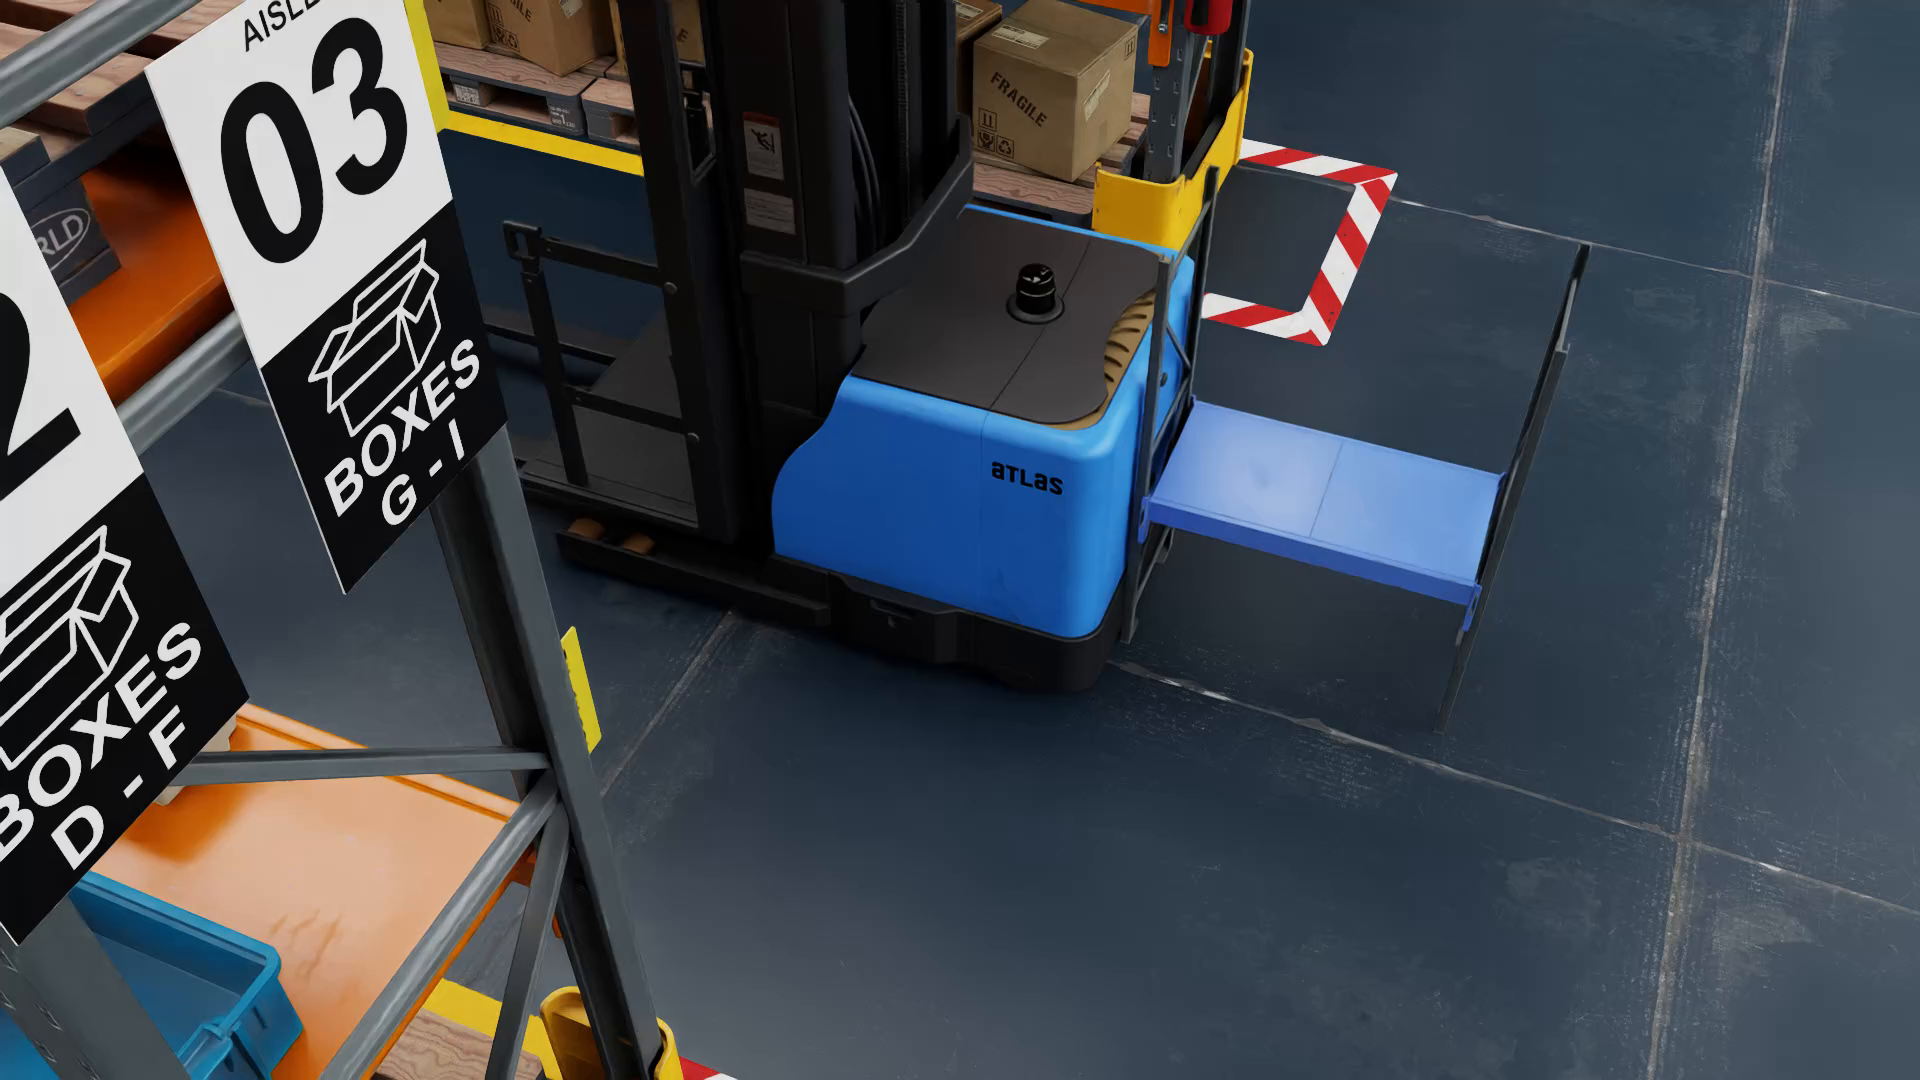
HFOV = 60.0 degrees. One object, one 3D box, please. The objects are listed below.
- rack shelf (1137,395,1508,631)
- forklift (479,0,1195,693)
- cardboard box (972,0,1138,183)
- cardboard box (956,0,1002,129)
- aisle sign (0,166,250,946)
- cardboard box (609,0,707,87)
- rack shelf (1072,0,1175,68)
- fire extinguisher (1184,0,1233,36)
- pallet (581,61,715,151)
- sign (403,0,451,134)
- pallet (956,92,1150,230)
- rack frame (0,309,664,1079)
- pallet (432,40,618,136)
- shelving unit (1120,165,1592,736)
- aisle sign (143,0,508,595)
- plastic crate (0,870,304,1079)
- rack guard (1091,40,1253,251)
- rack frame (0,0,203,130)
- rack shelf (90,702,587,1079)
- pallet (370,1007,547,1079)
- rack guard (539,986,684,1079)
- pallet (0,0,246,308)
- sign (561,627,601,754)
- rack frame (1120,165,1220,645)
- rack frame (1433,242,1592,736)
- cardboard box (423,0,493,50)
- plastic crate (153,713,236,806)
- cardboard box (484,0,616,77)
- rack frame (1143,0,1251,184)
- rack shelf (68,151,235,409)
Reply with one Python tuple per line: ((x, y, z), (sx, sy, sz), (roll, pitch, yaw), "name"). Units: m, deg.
((1.099, -0.099, 5.041), (1.000, 0.185, 0.538), (16, 47, 15), "rack shelf")
((-0.817, -1.228, 4.907), (3.031, 2.935, 1.130), (16, 47, 15), "forklift")
((0.396, -1.908, 7.015), (0.500, 0.500, 0.500), (25, 50, 23), "cardboard box")
((-0.169, -2.048, 7.156), (0.500, 0.500, 0.500), (29, 52, 26), "cardboard box")
((-0.989, 0.051, 1.729), (0.004, 0.787, 0.394), (16, 47, 16), "aisle sign")
((-1.238, -2.411, 7.521), (0.500, 0.500, 0.500), (13, 46, 12), "cardboard box")
((-0.880, -2.753, 6.900), (4.000, 0.370, 1.077), (16, 47, 16), "rack shelf")
((0.894, -2.106, 5.795), (0.183, 0.674, 0.296), (16, 47, 16), "fire extinguisher")
((-0.963, -2.073, 7.684), (1.213, 0.211, 1.003), (16, 47, 16), "pallet")
((-0.725, -0.664, 2.158), (0.005, 0.325, 0.100), (16, 47, 16), "sign")
((0.159, -1.740, 7.350), (1.213, 0.211, 1.003), (16, 47, 16), "pallet")
((-0.941, 0.760, 2.860), (0.127, 3.000, 1.000), (16, 47, 16), "rack frame")
((-2.093, -2.403, 8.015), (1.213, 0.211, 1.003), (16, 47, 16), "pallet")
((1.099, -0.226, 4.914), (1.048, 1.500, 0.538), (16, 47, 15), "shelving unit")
((-0.762, -0.333, 2.115), (0.004, 0.787, 0.394), (16, 47, 16), "aisle sign")
((-1.518, 0.871, 2.853), (0.616, 0.251, 0.499), (16, 47, 16), "plastic crate")
((0.895, -1.599, 7.003), (0.348, 0.500, 1.175), (16, 47, 16), "rack guard")
((-0.941, -1.367, 0.744), (0.127, 3.000, 1.000), (16, 47, 16), "rack frame")
((-2.787, 0.471, 3.660), (4.000, 0.370, 1.077), (16, 47, 16), "rack shelf")
((-1.777, 1.534, 4.059), (1.213, 0.211, 1.003), (16, 47, 16), "pallet")
((-1.030, 1.656, 3.732), (0.348, 0.500, 1.175), (16, 47, 16), "rack guard")
((-1.667, -0.525, 2.158), (1.213, 0.211, 1.003), (16, 47, 16), "pallet")
((-0.725, 0.304, 3.121), (0.005, 0.325, 0.100), (16, 47, 16), "sign")
((0.627, -0.359, 5.047), (0.032, 1.500, 0.500), (16, 47, 15), "rack frame")
((1.571, -0.094, 4.781), (0.032, 1.500, 0.500), (16, 47, 15), "rack frame")
((-2.372, -2.679, 7.790), (0.500, 0.500, 0.500), (15, 47, 15), "cardboard box")
((-1.643, 0.401, 3.408), (0.250, 0.136, 0.298), (16, 47, 16), "plastic crate")
((-1.841, -2.528, 7.639), (0.500, 0.500, 0.500), (32, 53, 28), "cardboard box")
((0.966, -2.465, 6.100), (0.127, 3.000, 1.000), (16, 47, 16), "rack frame")
((-2.787, -0.592, 2.602), (4.000, 0.370, 1.077), (16, 47, 16), "rack shelf")
